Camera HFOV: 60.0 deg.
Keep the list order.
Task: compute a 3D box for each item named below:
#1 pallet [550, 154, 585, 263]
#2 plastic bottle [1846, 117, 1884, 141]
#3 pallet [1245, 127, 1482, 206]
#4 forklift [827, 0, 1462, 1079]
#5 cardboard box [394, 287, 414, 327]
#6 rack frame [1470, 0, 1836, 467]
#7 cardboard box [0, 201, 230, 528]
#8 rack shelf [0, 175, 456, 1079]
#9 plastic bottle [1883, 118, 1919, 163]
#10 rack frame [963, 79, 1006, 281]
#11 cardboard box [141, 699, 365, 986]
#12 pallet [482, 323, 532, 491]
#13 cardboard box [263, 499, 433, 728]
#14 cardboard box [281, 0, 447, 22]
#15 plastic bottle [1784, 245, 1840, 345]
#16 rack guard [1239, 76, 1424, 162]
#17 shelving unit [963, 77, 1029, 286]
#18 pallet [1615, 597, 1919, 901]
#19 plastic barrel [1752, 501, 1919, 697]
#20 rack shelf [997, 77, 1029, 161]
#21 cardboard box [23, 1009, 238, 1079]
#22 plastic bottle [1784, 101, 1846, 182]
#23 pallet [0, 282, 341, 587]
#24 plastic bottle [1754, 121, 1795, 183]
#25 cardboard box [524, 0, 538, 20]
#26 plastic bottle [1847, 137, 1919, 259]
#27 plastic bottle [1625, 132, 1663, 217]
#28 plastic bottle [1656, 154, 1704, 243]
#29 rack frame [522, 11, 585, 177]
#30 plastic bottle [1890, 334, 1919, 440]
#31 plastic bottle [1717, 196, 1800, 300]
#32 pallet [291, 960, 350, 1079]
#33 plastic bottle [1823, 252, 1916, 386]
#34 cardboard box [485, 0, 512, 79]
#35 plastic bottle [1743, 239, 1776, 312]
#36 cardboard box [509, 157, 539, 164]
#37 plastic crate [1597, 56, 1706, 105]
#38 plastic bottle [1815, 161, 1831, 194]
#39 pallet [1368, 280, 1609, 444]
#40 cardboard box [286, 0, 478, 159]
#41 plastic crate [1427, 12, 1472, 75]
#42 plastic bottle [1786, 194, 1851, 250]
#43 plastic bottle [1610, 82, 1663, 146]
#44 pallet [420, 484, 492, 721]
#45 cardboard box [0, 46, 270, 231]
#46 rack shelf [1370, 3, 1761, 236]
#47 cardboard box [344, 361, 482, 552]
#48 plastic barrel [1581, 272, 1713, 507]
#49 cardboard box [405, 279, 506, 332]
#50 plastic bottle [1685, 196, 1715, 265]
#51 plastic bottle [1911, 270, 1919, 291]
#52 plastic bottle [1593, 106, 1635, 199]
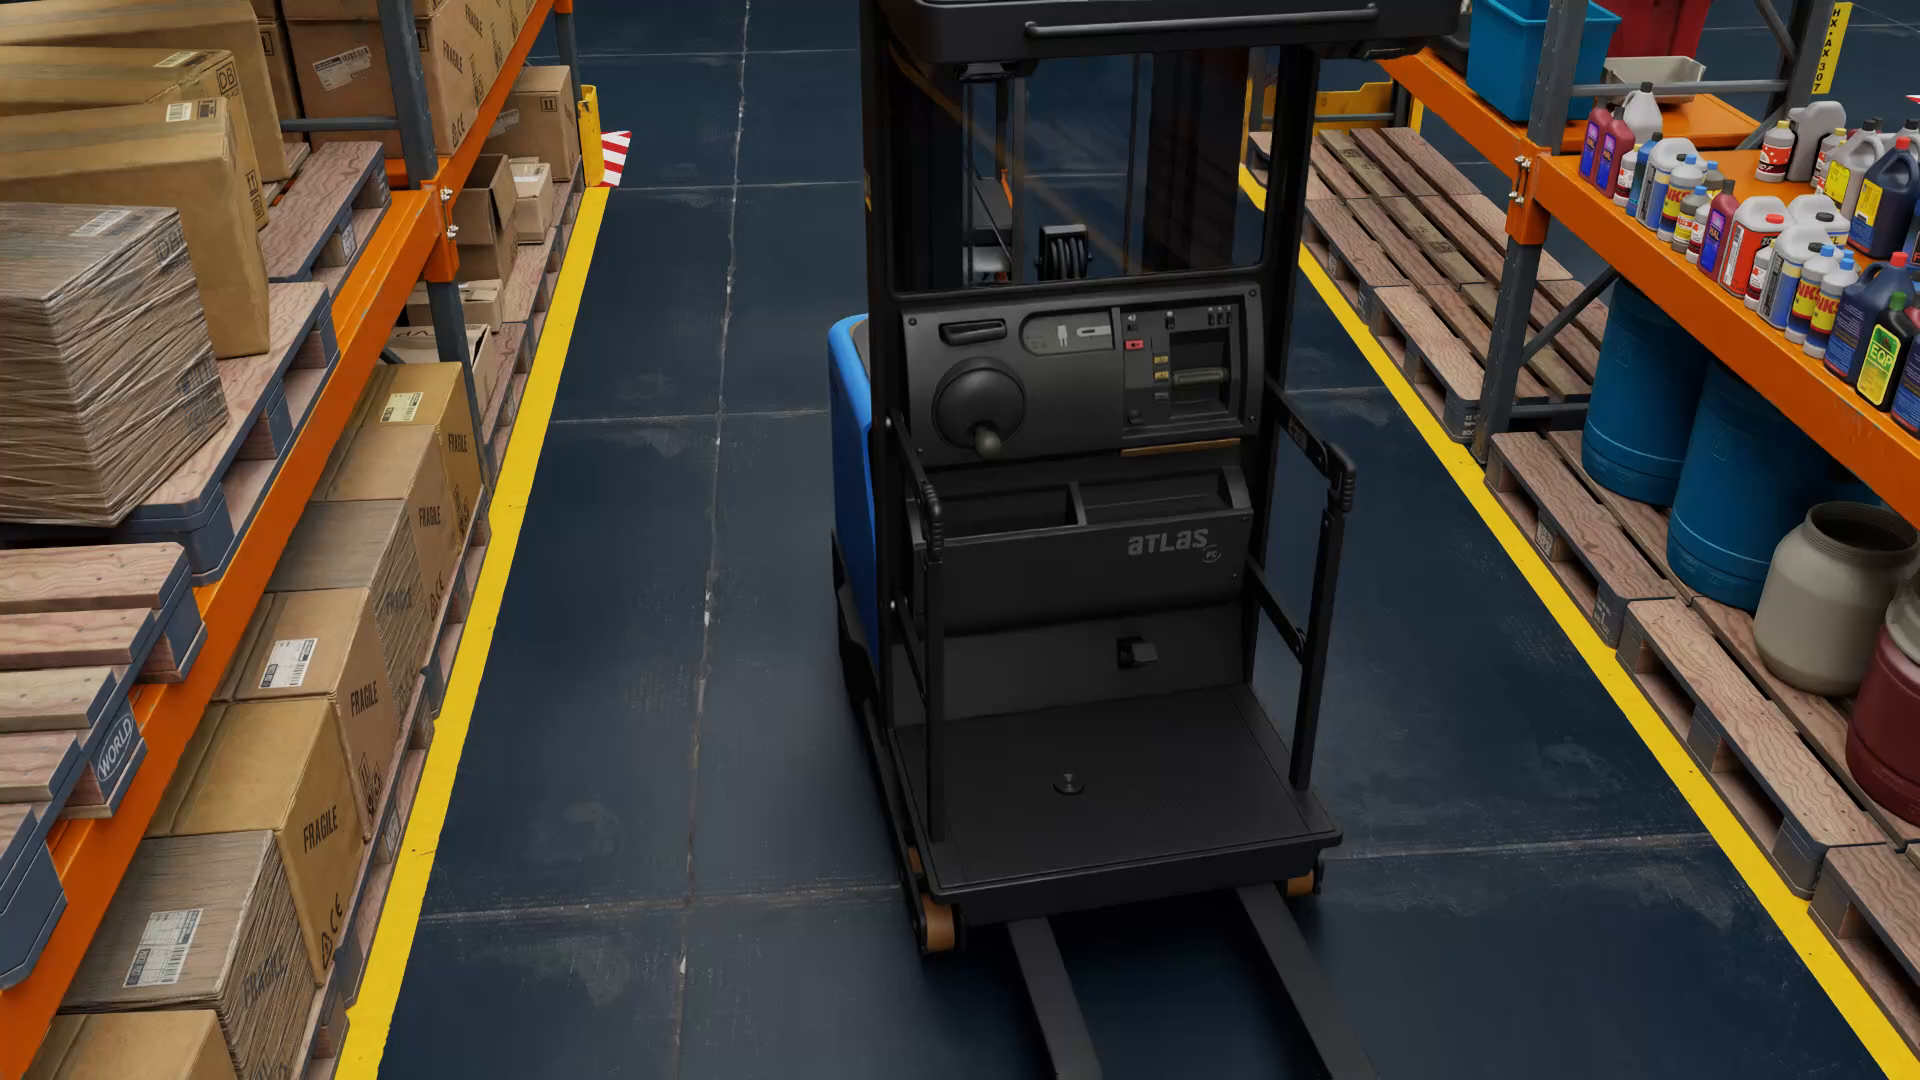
[{"bbox_3d":[-2.619,-1.805,9.066,1.003,0.211,1.213,-3,31,-5],"label":"pallet"},{"bbox_3d":[3.030,-1.290,5.598,0.061,0.283,0.133,-3,31,-5],"label":"plastic bottle"},{"bbox_3d":[2.269,-2.063,9.499,1.003,0.211,1.213,-3,31,-5],"label":"pallet"},{"bbox_3d":[0.366,-0.374,4.018,1.130,2.935,3.031,-6,31,-10],"label":"forklift"},{"bbox_3d":[-2.733,-1.101,7.361,0.500,0.311,0.500,-3,31,-5],"label":"cardboard box"},{"bbox_3d":[2.604,-1.641,6.073,1.000,3.000,0.127,-3,31,-5],"label":"rack frame"},{"bbox_3d":[-2.020,-0.379,3.453,0.700,0.500,0.500,3,31,5],"label":"cardboard box"},{"bbox_3d":[-2.141,-0.076,4.154,1.077,0.370,4.000,-3,31,-5],"label":"rack shelf"},{"bbox_3d":[3.016,-1.167,5.326,0.144,0.351,0.185,-3,31,-5],"label":"plastic bottle"},{"bbox_3d":[-0.038,-1.111,6.062,0.400,2.100,0.015,-3,31,-5],"label":"rack frame"},{"bbox_3d":[-1.808,0.751,4.076,0.500,0.500,0.500,-3,31,-5],"label":"cardboard box"},{"bbox_3d":[-2.391,-0.559,6.981,1.003,0.211,1.213,-3,31,-5],"label":"pallet"},{"bbox_3d":[-1.912,0.225,4.956,0.500,0.500,0.500,-2,31,-4],"label":"cardboard box"},{"bbox_3d":[-2.092,-2.132,5.822,0.500,0.500,0.500,-2,31,-3],"label":"cardboard box"},{"bbox_3d":[2.360,-0.680,4.589,0.097,0.271,0.097,0,31,0],"label":"plastic bottle"},{"bbox_3d":[2.216,-2.622,10.152,1.175,0.500,0.348,-3,31,-5],"label":"rack guard"},{"bbox_3d":[-0.015,-0.986,5.853,0.431,2.100,0.503,-3,31,-5],"label":"shelving unit"},{"bbox_3d":[2.752,0.576,5.080,1.003,0.211,1.213,-3,31,-5],"label":"pallet"},{"bbox_3d":[2.668,0.179,5.042,0.421,0.512,0.421,0,31,0],"label":"plastic barrel"},{"bbox_3d":[-0.015,-1.575,5.501,0.431,0.518,0.480,-3,31,-5],"label":"rack shelf"},{"bbox_3d":[-1.712,1.274,3.200,0.500,0.500,0.500,-1,31,-2],"label":"cardboard box"},{"bbox_3d":[2.963,-1.402,5.794,0.152,0.276,0.135,-3,31,-5],"label":"plastic bottle"},{"bbox_3d":[-2.140,-0.274,3.971,1.003,0.211,1.213,-3,31,-5],"label":"pallet"},{"bbox_3d":[2.841,-1.355,5.787,0.097,0.201,0.097,0,31,0],"label":"plastic bottle"},{"bbox_3d":[-2.295,-2.756,7.841,0.500,0.500,0.500,-3,31,-4],"label":"cardboard box"},{"bbox_3d":[2.890,-1.065,5.156,0.144,0.351,0.185,-3,31,-5],"label":"plastic bottle"},{"bbox_3d":[2.264,-1.203,5.464,0.097,0.271,0.097,0,31,0],"label":"plastic bottle"},{"bbox_3d":[2.286,-1.084,5.265,0.097,0.271,0.097,0,31,0],"label":"plastic bottle"},{"bbox_3d":[-2.701,-3.448,9.098,1.000,3.000,0.127,-3,31,-5],"label":"rack frame"},{"bbox_3d":[2.435,-0.431,4.094,0.144,0.351,0.185,-3,31,-5],"label":"plastic bottle"},{"bbox_3d":[2.355,-0.861,4.887,0.152,0.276,0.135,-3,31,-5],"label":"plastic bottle"},{"bbox_3d":[-1.986,1.450,3.616,1.003,0.211,1.213,-3,31,-5],"label":"pallet"},{"bbox_3d":[2.406,-0.593,4.366,0.144,0.351,0.185,-3,31,-5],"label":"plastic bottle"},{"bbox_3d":[-2.199,-2.239,6.976,0.500,0.500,0.500,-3,31,-5],"label":"cardboard box"},{"bbox_3d":[2.338,-0.768,4.805,0.097,0.201,0.097,0,31,0],"label":"plastic bottle"},{"bbox_3d":[-2.457,-1.944,8.913,0.380,0.166,0.250,-3,31,-5],"label":"cardboard box"},{"bbox_3d":[2.703,-1.798,6.534,0.396,0.136,0.243,-3,31,-5],"label":"plastic crate"},{"bbox_3d":[2.875,-1.168,5.475,0.097,0.201,0.097,0,31,0],"label":"plastic bottle"},{"bbox_3d":[2.497,-0.818,7.413,1.003,0.211,1.213,-3,31,-5],"label":"pallet"},{"bbox_3d":[-2.104,-1.722,6.110,0.500,0.500,0.500,-2,31,-3],"label":"cardboard box"},{"bbox_3d":[2.232,-2.108,7.063,0.437,0.125,0.590,-3,31,-5],"label":"plastic crate"},{"bbox_3d":[2.506,-0.868,4.899,0.152,0.276,0.135,-3,31,-5],"label":"plastic bottle"},{"bbox_3d":[2.318,-1.404,5.724,0.144,0.351,0.185,-3,31,-5],"label":"plastic bottle"},{"bbox_3d":[-2.214,0.205,5.702,1.003,0.211,1.213,-3,31,-5],"label":"pallet"},{"bbox_3d":[-2.379,-1.029,4.540,0.700,0.500,0.500,2,31,3],"label":"cardboard box"},{"bbox_3d":[2.418,-2.354,7.967,1.077,0.370,4.000,-3,31,-5],"label":"rack shelf"},{"bbox_3d":[-1.996,-0.283,5.808,0.500,0.500,0.500,-3,31,-5],"label":"cardboard box"},{"bbox_3d":[2.638,-0.642,6.037,0.600,0.901,0.708,-3,31,-5],"label":"plastic barrel"},{"bbox_3d":[-2.242,-1.044,7.407,0.380,0.166,0.250,-3,31,-5],"label":"cardboard box"},{"bbox_3d":[2.304,-0.955,5.117,0.097,0.201,0.097,0,31,0],"label":"plastic bottle"},{"bbox_3d":[2.522,-0.587,4.434,0.097,0.271,0.097,0,31,0],"label":"plastic bottle"},{"bbox_3d":[2.226,-1.315,5.641,0.061,0.283,0.133,-3,31,-5],"label":"plastic bottle"}]
